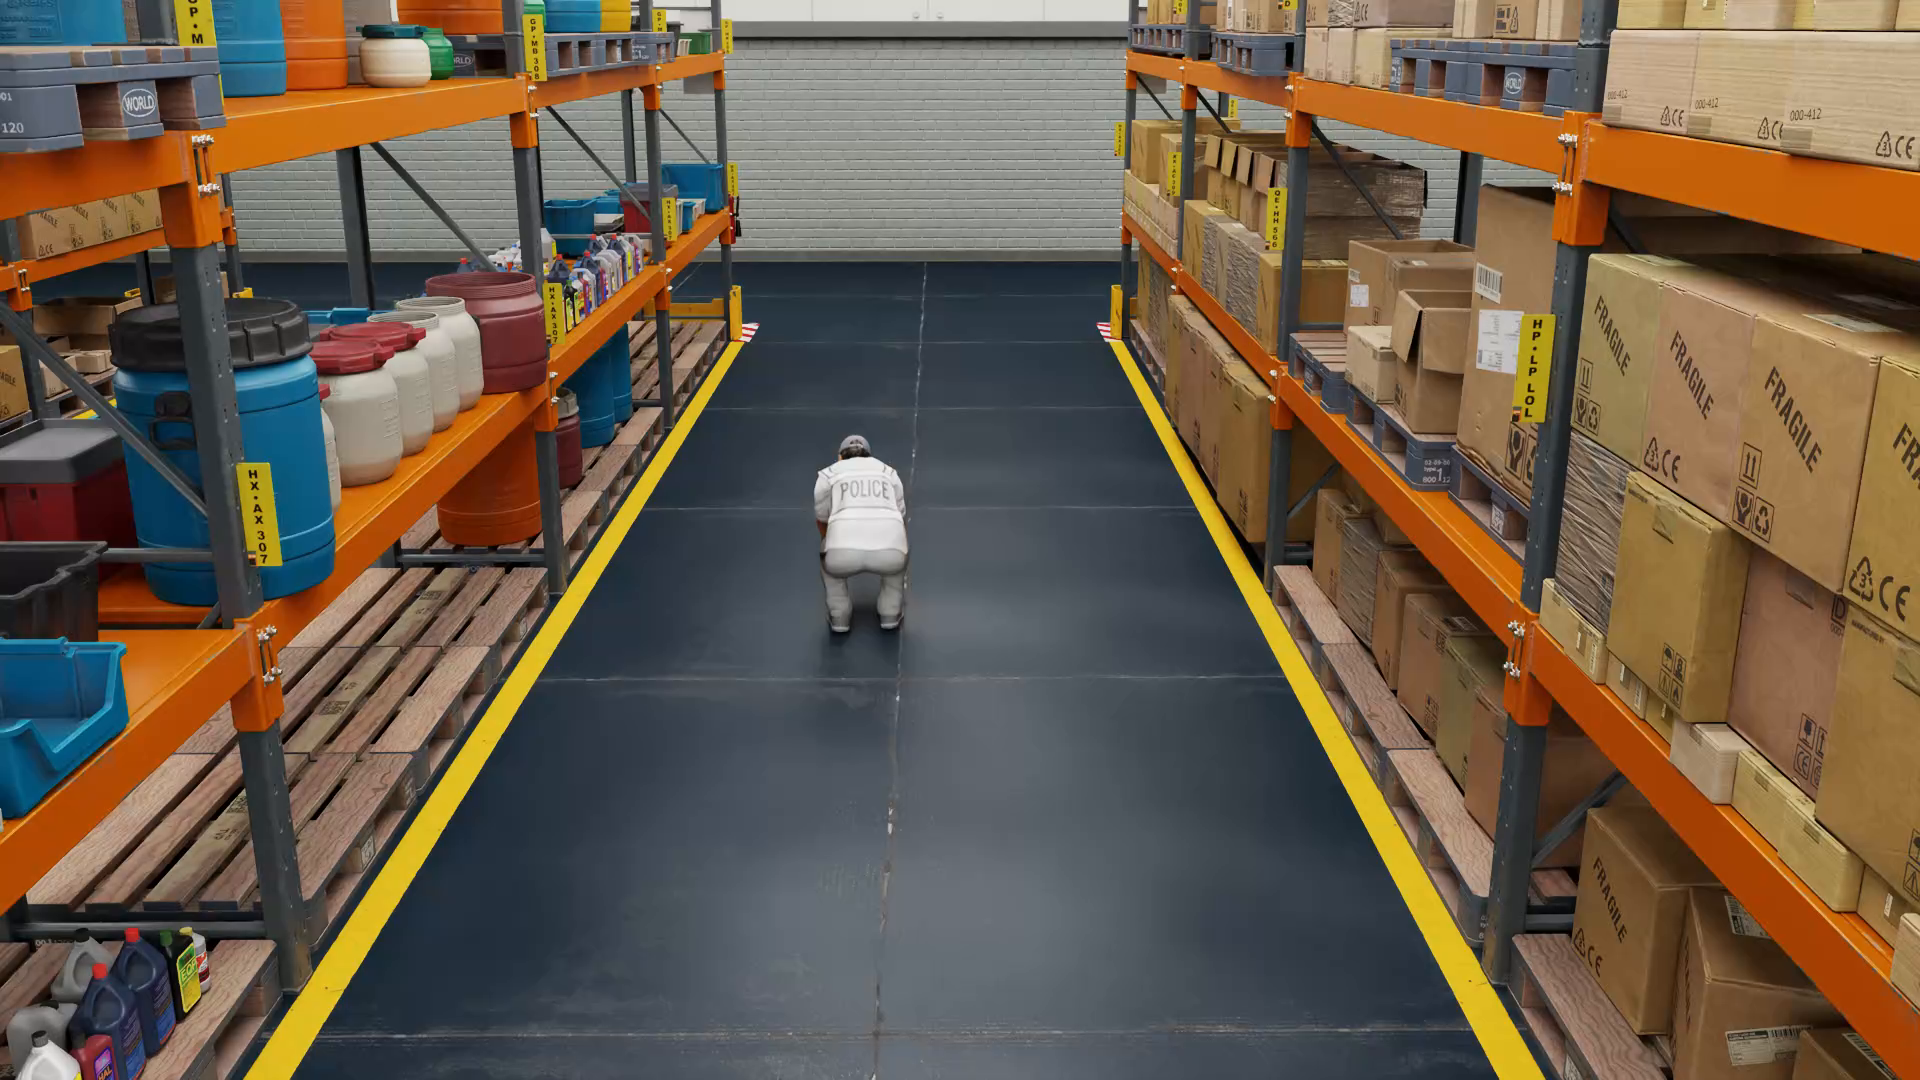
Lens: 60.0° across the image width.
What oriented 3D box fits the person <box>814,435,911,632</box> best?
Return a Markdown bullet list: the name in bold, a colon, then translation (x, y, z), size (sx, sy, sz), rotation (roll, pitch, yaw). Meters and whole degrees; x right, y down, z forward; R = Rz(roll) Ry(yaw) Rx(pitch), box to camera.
- **person**: translation (-0.522, -0.025, 8.844), size (0.516, 0.949, 0.855), rotation (0, 17, -1)
